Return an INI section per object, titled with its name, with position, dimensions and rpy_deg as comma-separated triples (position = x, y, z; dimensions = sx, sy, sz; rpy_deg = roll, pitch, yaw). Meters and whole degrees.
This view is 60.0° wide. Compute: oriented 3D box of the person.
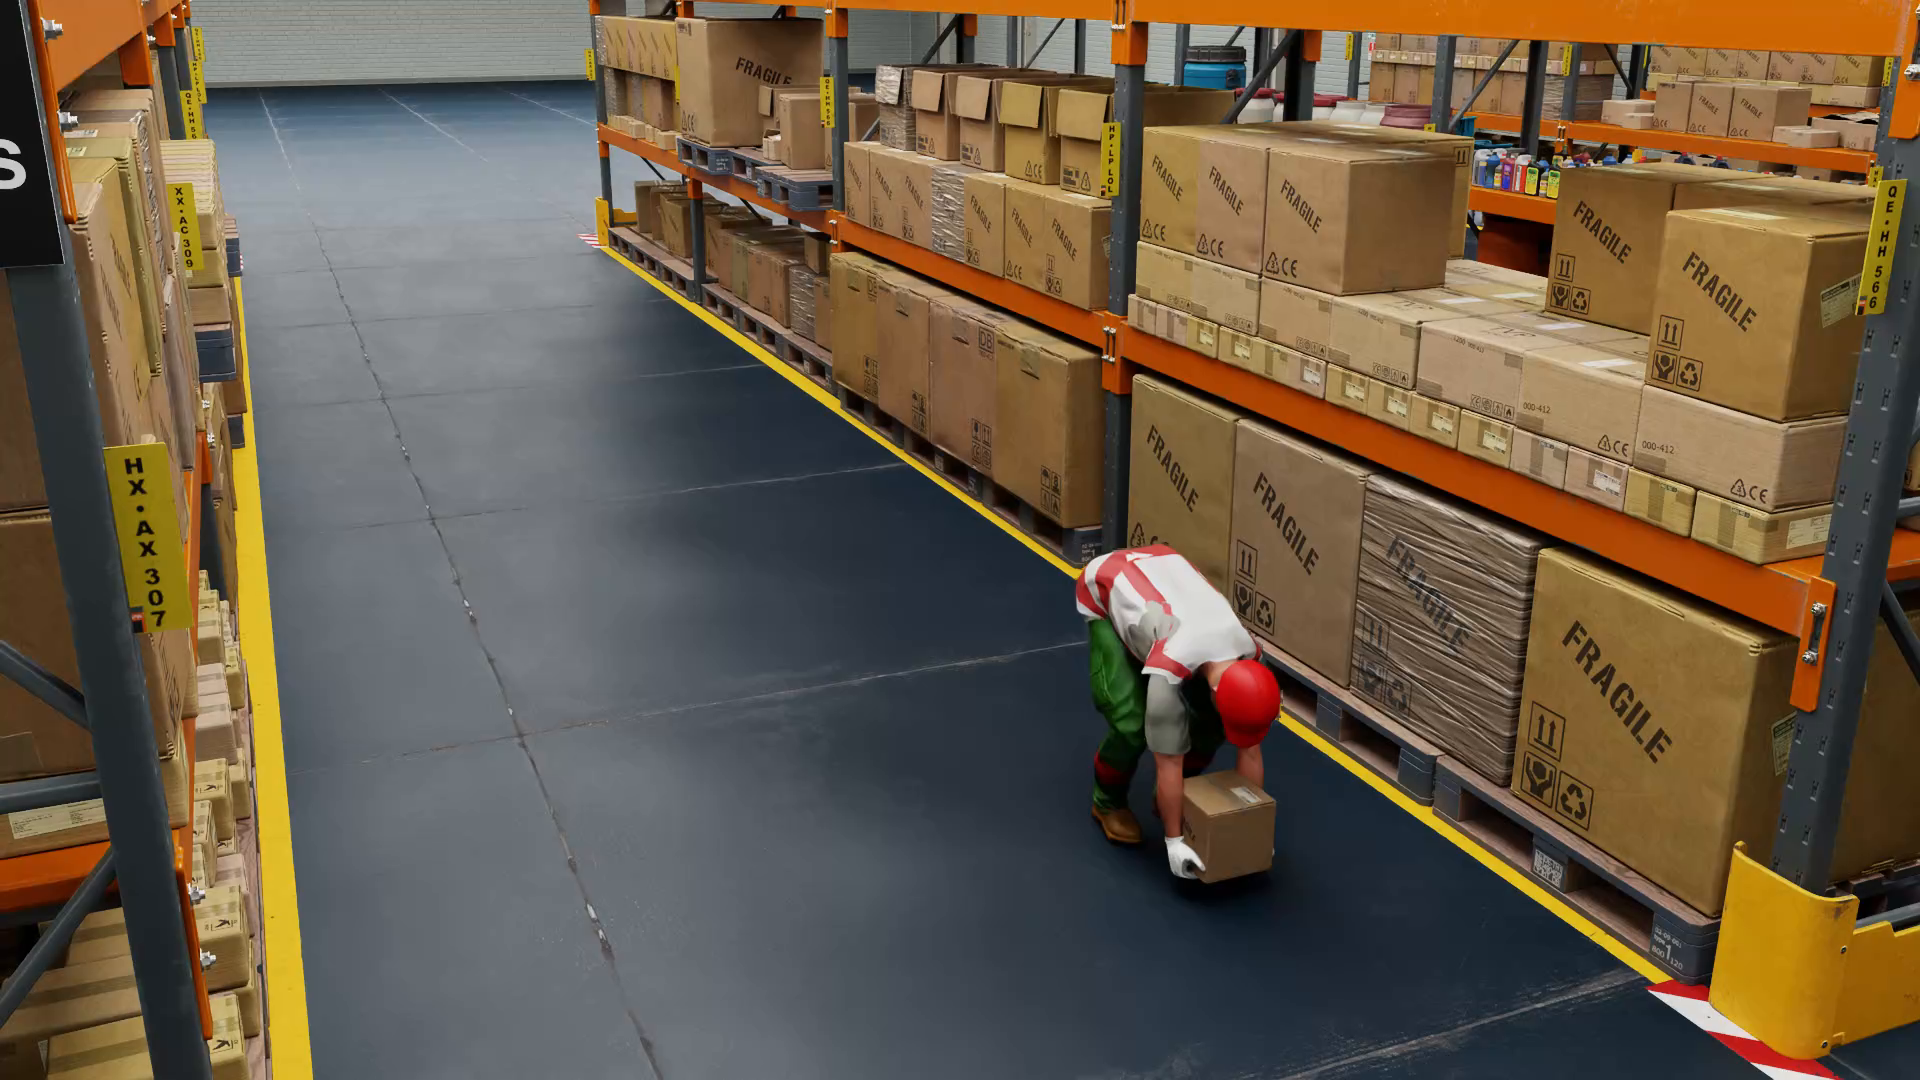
[person]
position = 1.622, -1.455, 11.563
dimensions = 7.682, 0.997, 11.568
rpy_deg = -9, 21, -25
